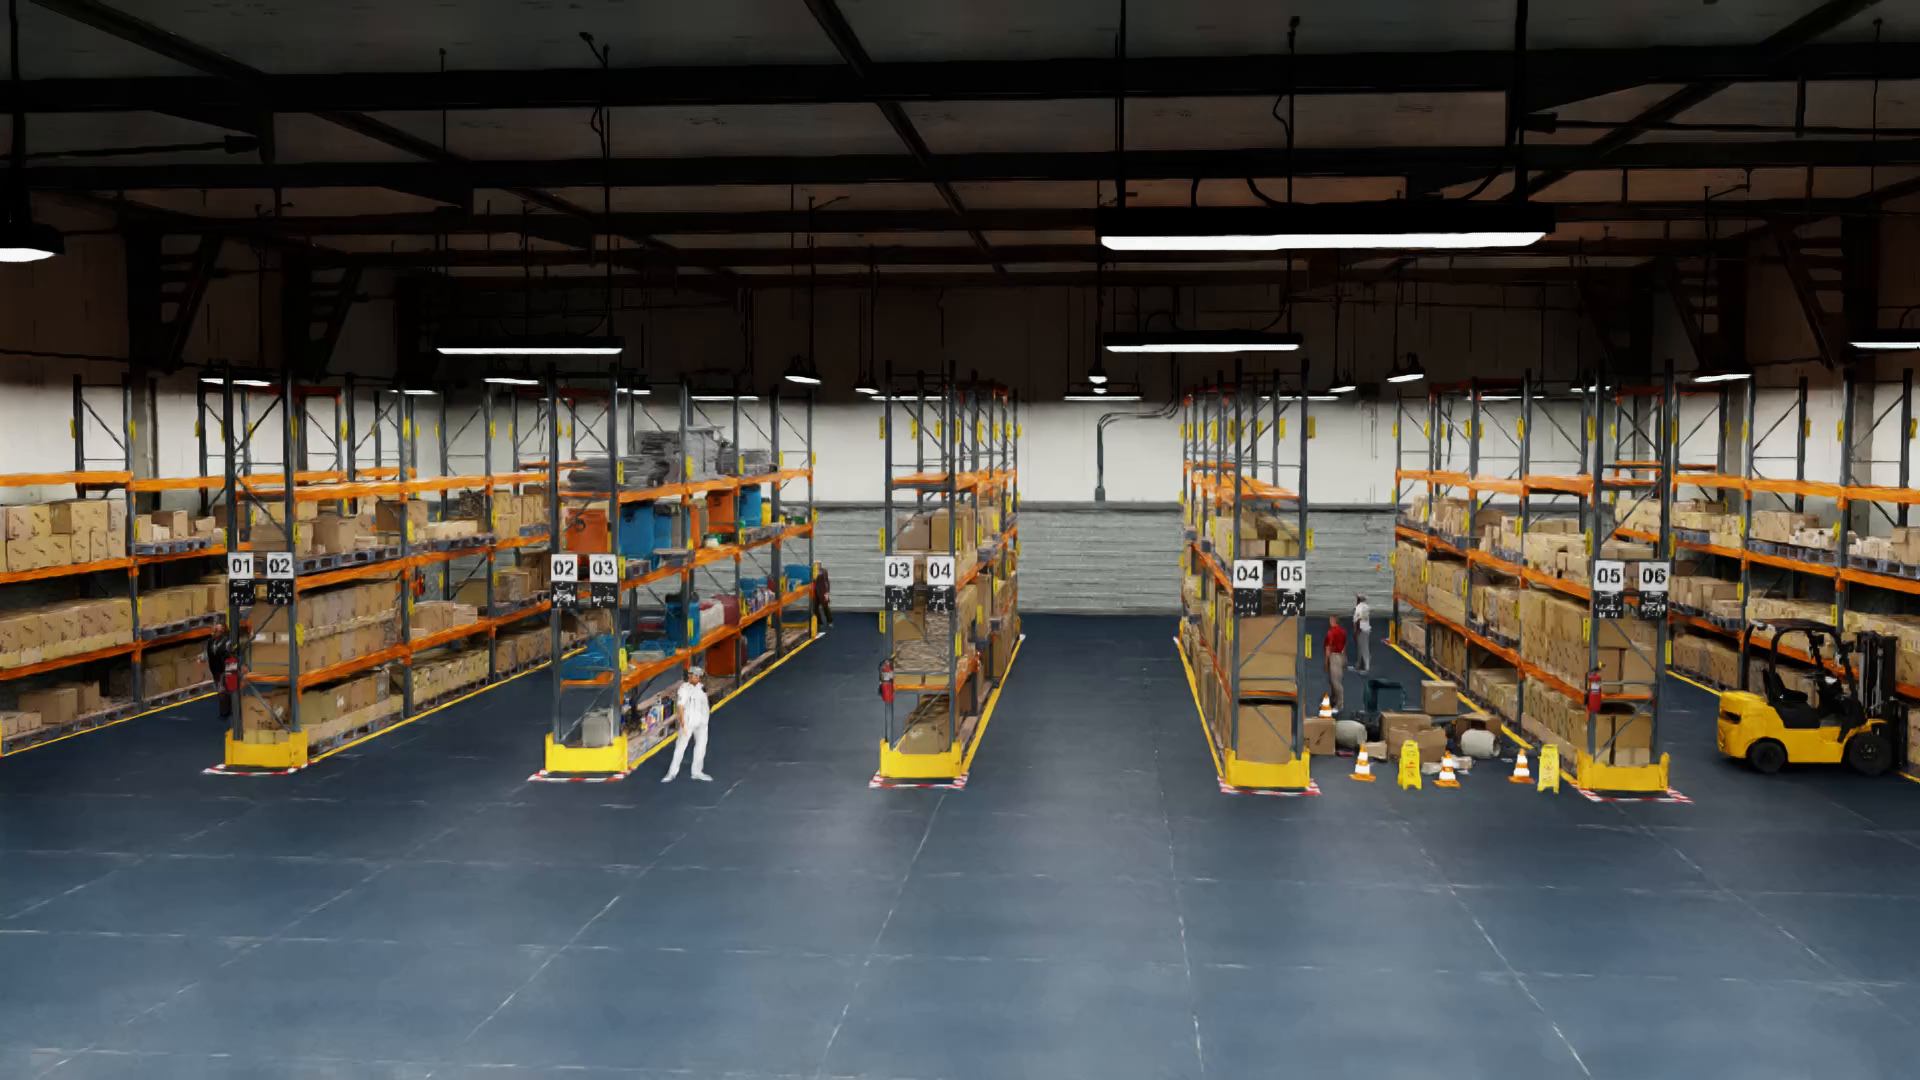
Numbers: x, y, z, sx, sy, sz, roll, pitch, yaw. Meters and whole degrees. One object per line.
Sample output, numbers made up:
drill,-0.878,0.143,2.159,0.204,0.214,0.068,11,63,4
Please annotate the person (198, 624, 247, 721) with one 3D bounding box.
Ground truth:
person,-12.828,2.272,28.902,0.680,1.658,0.866,1,4,11

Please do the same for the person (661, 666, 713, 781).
person,-3.909,2.621,23.722,0.486,1.660,0.687,4,5,44

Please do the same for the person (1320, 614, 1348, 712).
person,6.658,2.175,29.679,0.586,1.723,0.654,3,5,37

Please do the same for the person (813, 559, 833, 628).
person,-3.504,1.353,42.160,0.612,1.768,0.632,3,5,41

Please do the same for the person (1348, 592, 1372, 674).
person,8.265,1.900,34.326,0.557,1.662,0.587,2,4,27
